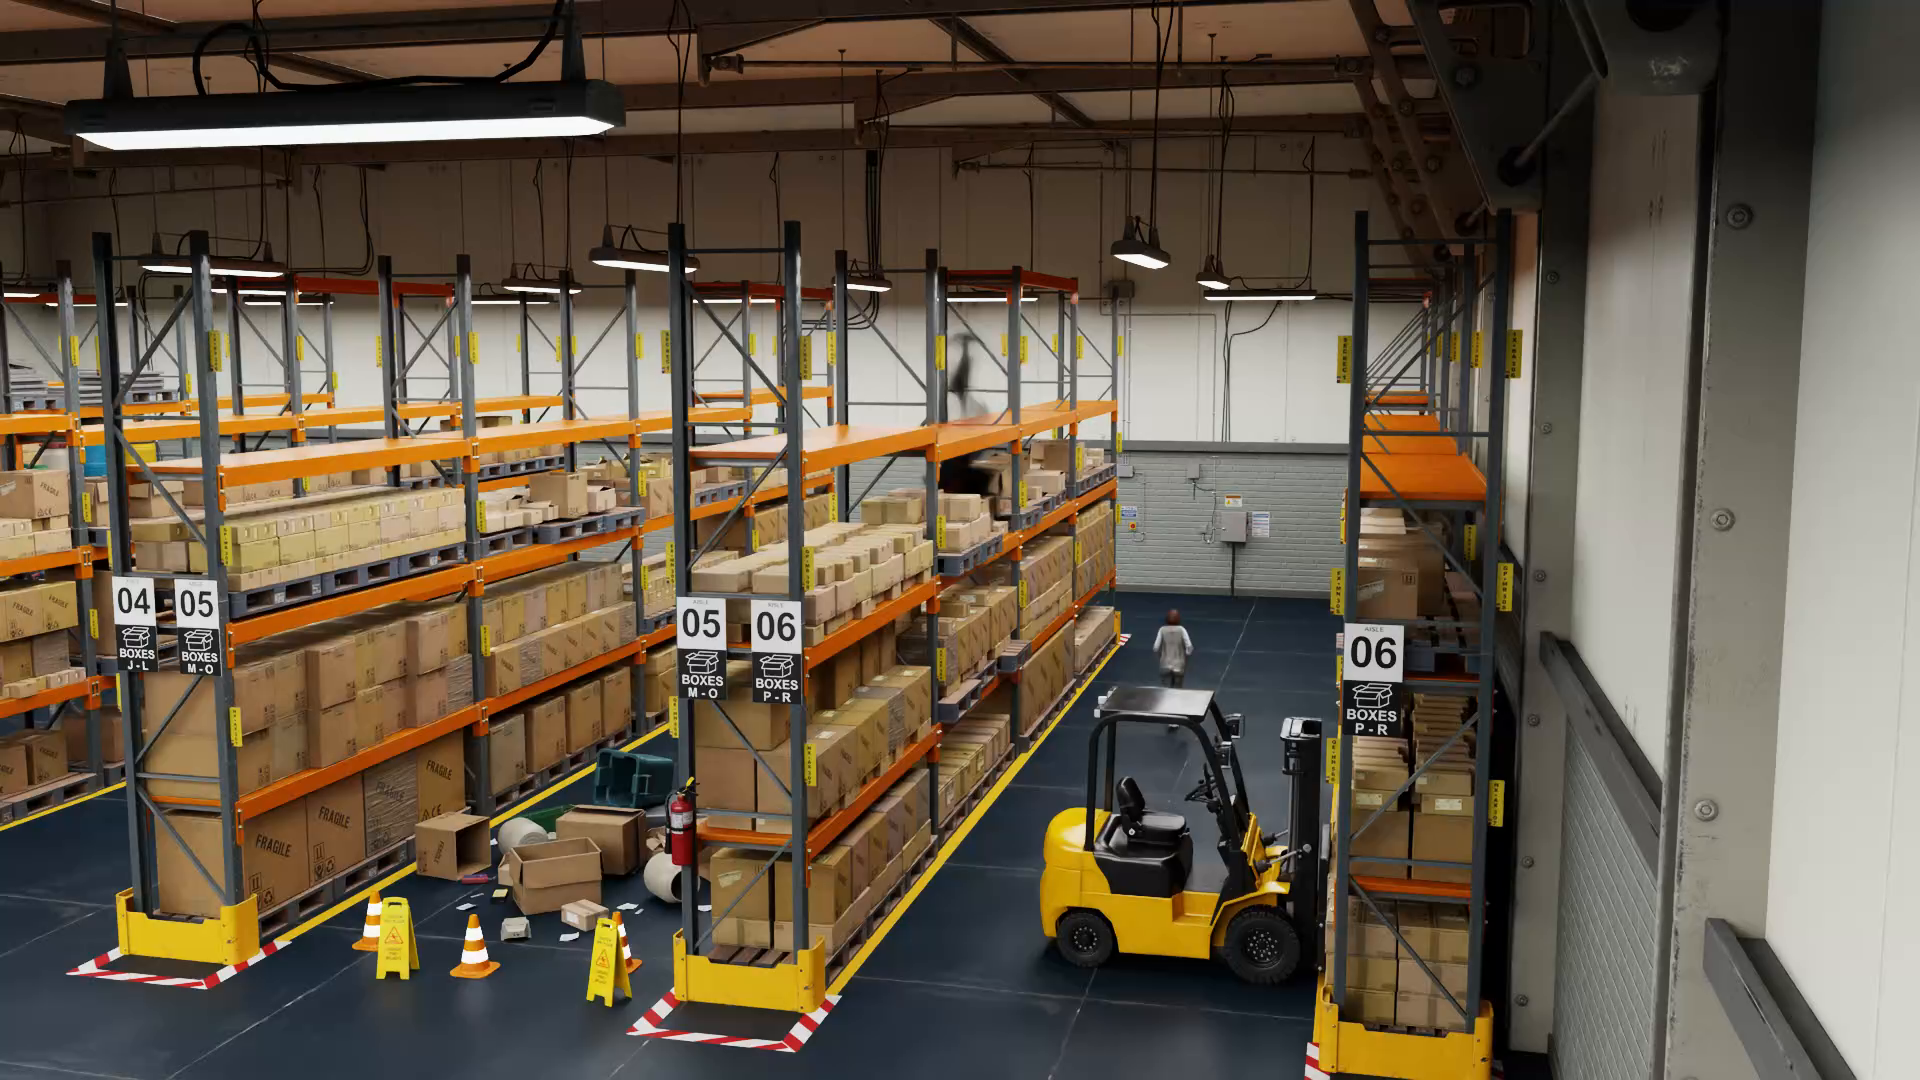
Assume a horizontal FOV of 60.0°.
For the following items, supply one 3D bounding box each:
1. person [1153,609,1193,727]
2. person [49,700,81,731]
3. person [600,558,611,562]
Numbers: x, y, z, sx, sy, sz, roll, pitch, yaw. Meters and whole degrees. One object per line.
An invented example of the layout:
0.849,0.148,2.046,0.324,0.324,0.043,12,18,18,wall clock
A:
2.832,1.694,22.164,0.521,1.567,0.540,1,7,5,person
-11.269,1.740,20.914,0.728,1.829,1.002,1,7,11,person
-5.434,1.157,25.513,0.709,1.764,1.044,1,7,10,person
